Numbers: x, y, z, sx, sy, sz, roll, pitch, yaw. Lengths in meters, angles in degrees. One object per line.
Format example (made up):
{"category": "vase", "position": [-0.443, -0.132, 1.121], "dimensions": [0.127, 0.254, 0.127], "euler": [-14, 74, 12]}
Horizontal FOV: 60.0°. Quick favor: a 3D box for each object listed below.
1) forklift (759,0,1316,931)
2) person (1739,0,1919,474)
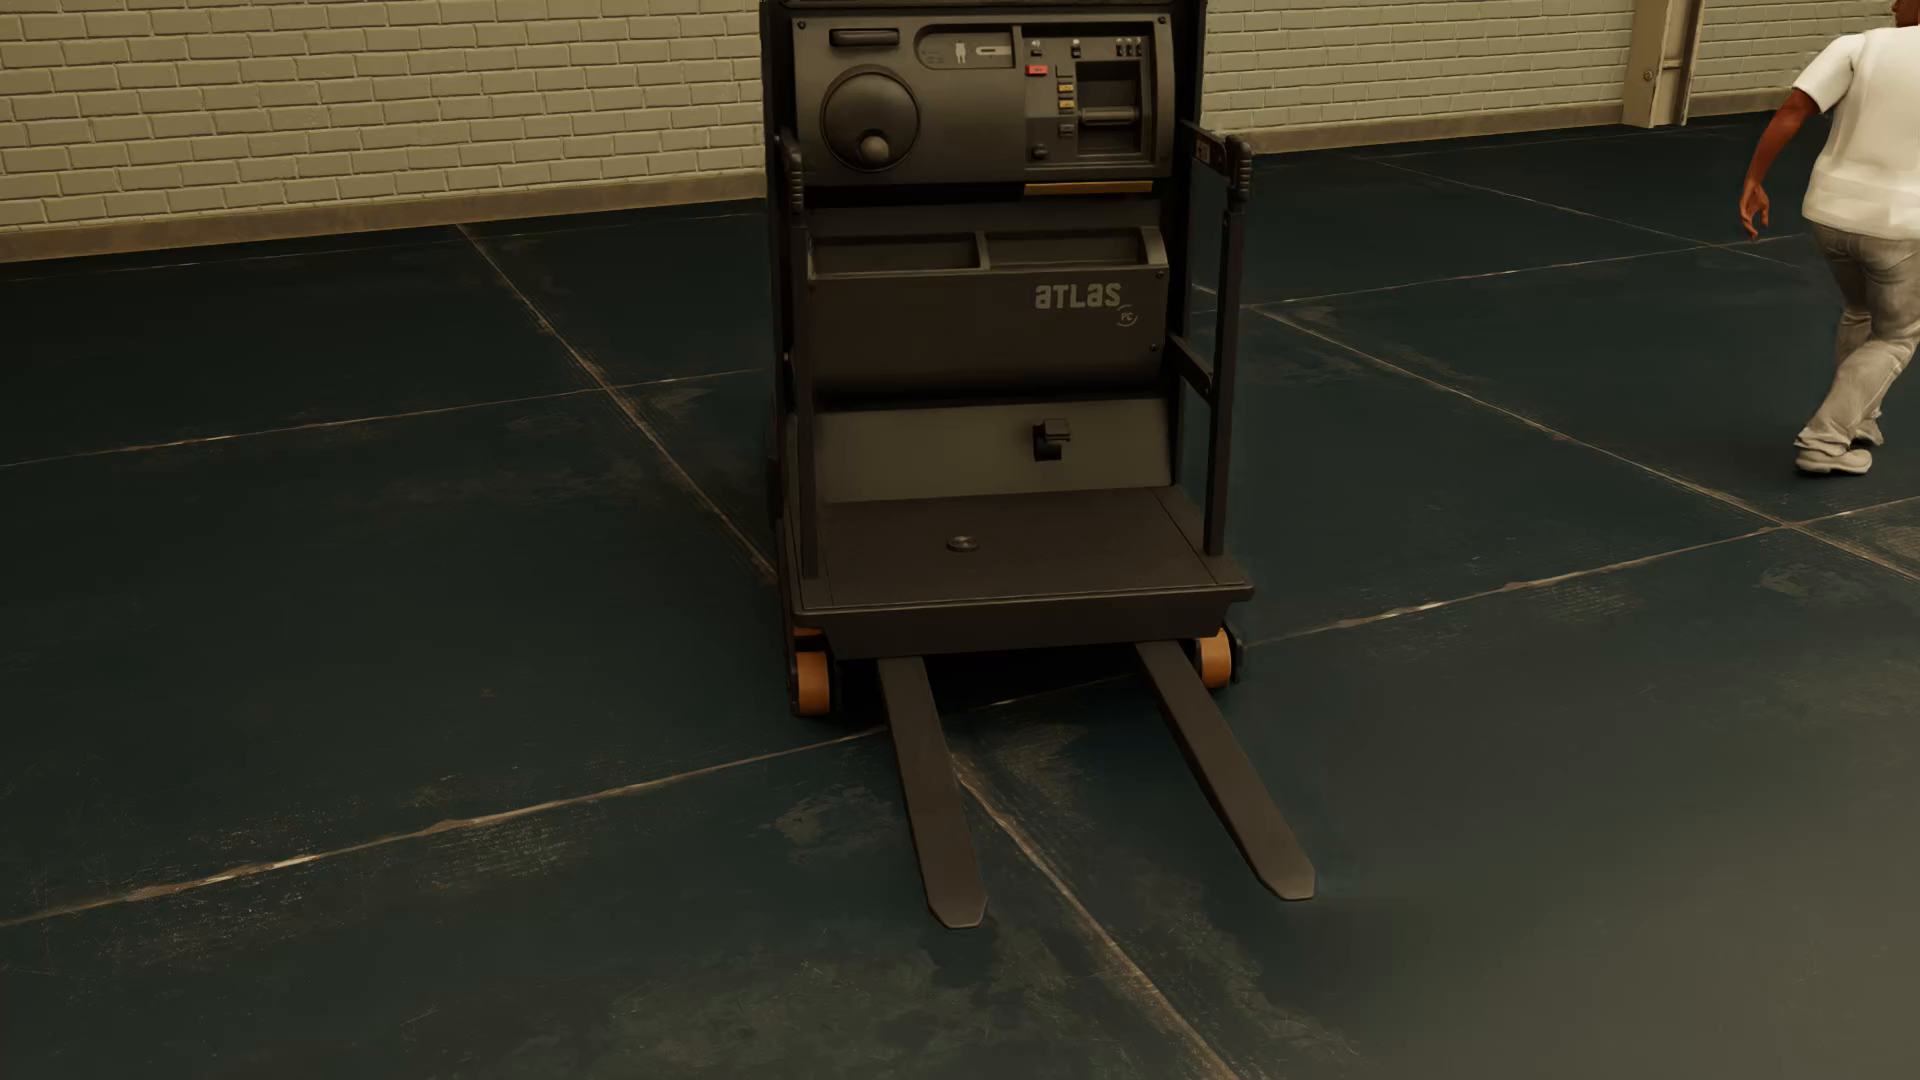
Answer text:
{"category": "forklift", "position": [0.095, -1.064, 3.848], "dimensions": [1.130, 2.935, 3.031], "euler": [-3, 23, -7]}
{"category": "person", "position": [3.027, -1.029, 5.444], "dimensions": [0.866, 1.760, 0.628], "euler": [-16, 28, -34]}
